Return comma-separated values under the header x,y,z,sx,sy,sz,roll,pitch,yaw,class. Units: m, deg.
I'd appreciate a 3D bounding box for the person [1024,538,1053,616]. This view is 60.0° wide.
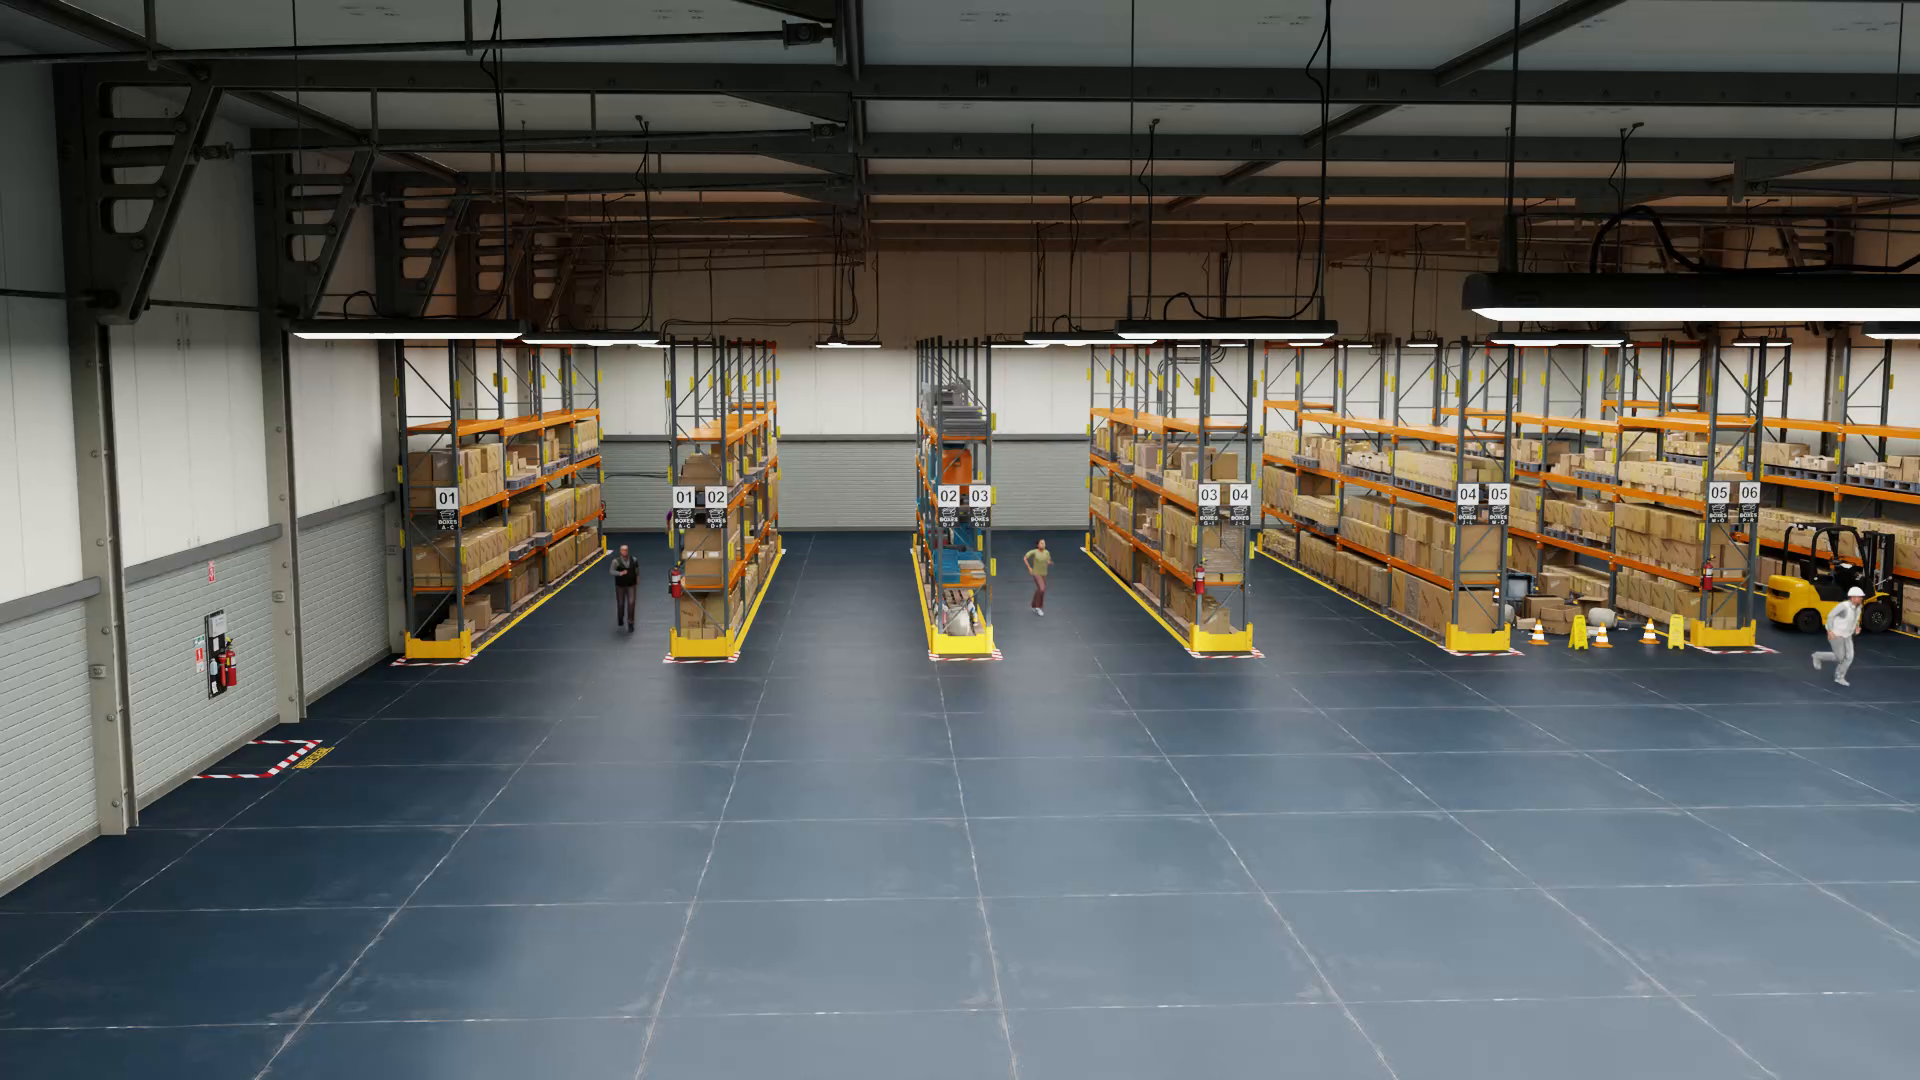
x,y,z,sx,sy,sz,roll,pitch,yaw,class
1.720,0.794,36.138,0.579,1.695,0.740,-3,7,-28,person

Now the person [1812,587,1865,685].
x,y,z,sx,sy,sz,roll,pitch,yaw,class
15.217,1.635,28.787,0.657,1.716,0.872,-4,8,-31,person

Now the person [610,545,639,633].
x,y,z,sx,sy,sz,roll,pitch,yaw,class
-6.877,0.973,34.143,0.635,1.753,0.907,-2,7,-19,person

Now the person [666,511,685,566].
x,y,z,sx,sy,sz,roll,pitch,yaw,class
-7.556,-0.206,44.702,0.683,1.743,0.850,-1,7,-7,person
